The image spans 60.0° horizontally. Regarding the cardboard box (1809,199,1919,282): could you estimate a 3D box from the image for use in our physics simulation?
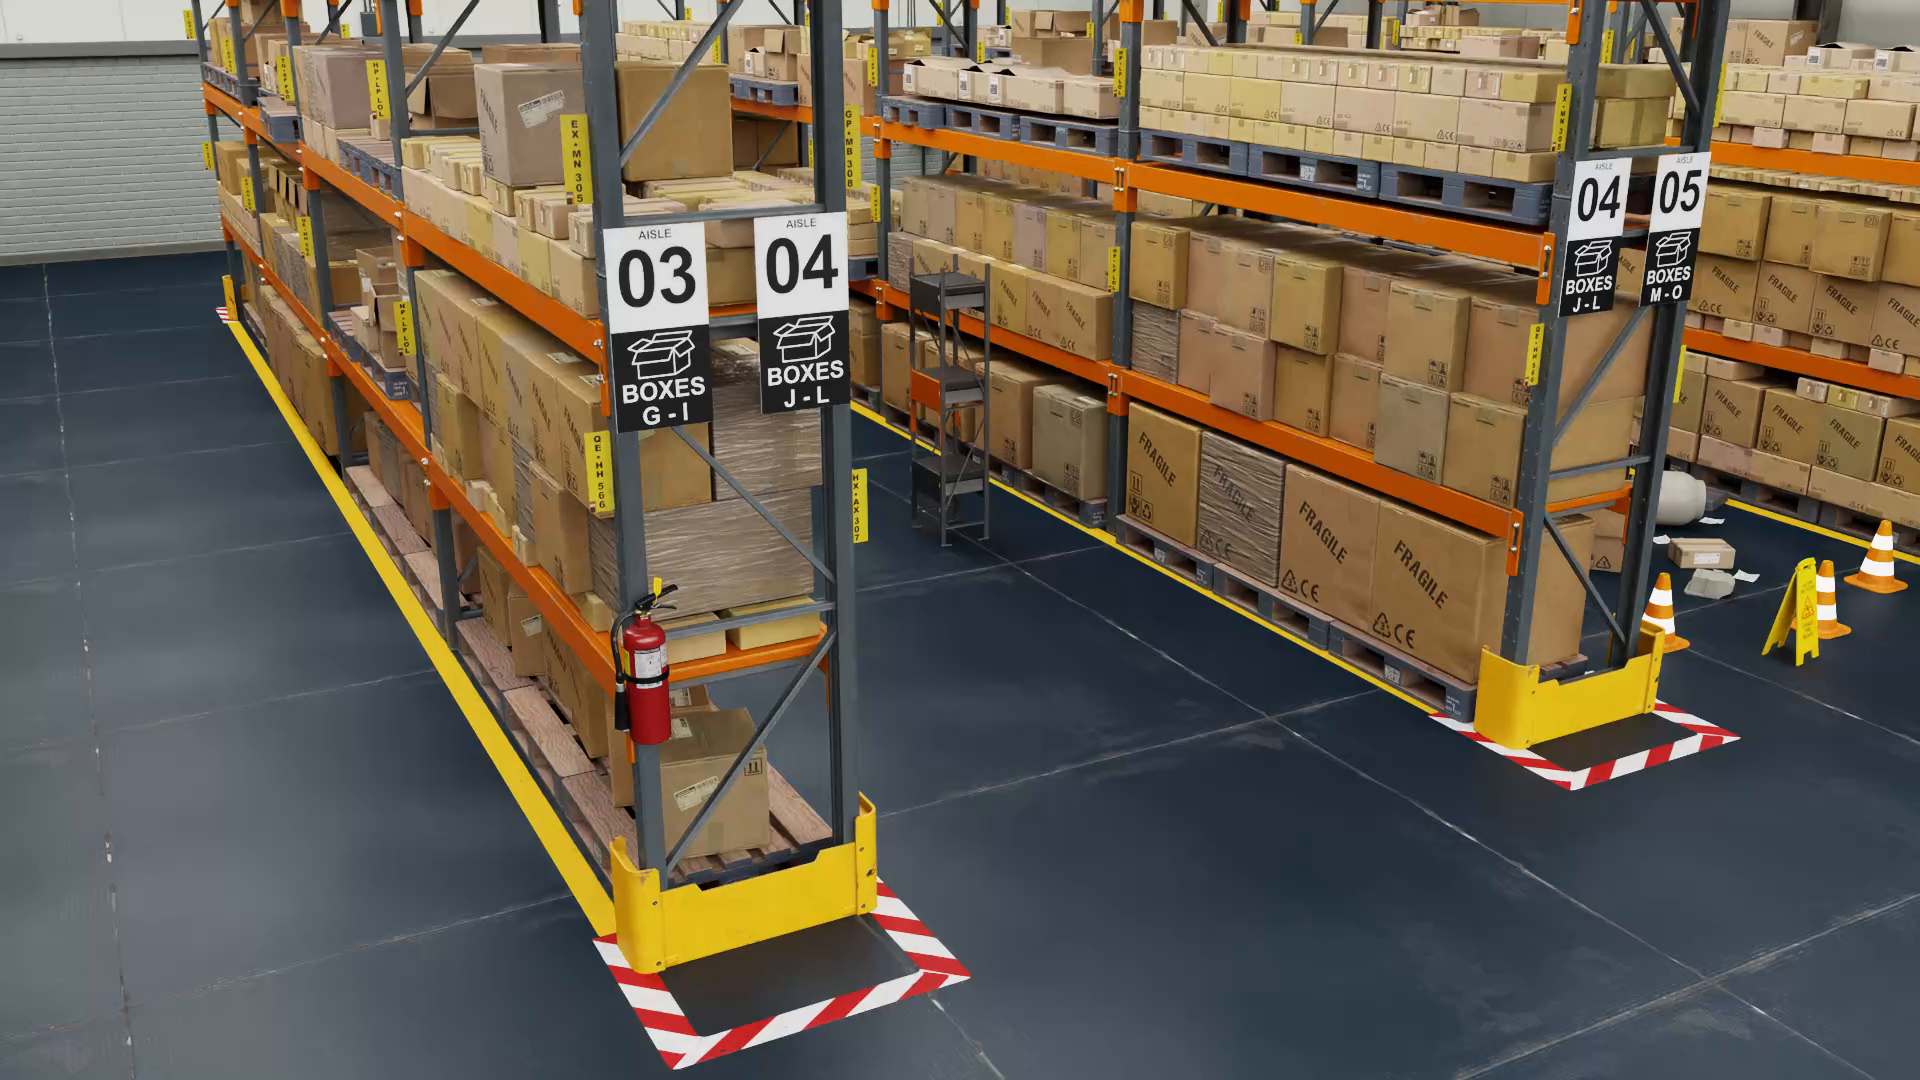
[{"bbox_3d":[6.799,-2.236,12.370,0.700,0.500,0.500,-10,22,-27],"label":"cardboard box"}]

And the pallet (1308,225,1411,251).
[{"bbox_3d":[4.434,-3.203,17.610,1.213,0.211,1.003,-10,21,-27],"label":"pallet"}]

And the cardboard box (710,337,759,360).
[{"bbox_3d":[-1.173,-0.656,7.791,0.500,0.500,0.500,-10,21,-27],"label":"cardboard box"}]

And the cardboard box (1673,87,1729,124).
[{"bbox_3d":[6.122,-3.506,13.369,0.500,0.250,0.500,-10,21,-27],"label":"cardboard box"}]

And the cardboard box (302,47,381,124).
[{"bbox_3d":[-4.485,-3.328,12.159,0.500,0.500,0.500,-10,21,-26],"label":"cardboard box"}]

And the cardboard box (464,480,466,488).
[{"bbox_3d":[-2.605,-0.360,9.462,0.380,0.149,0.250,-10,21,-27],"label":"cardboard box"}]

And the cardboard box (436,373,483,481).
[{"bbox_3d":[-2.455,-0.699,9.449,0.875,0.500,0.500,-10,21,-27],"label":"cardboard box"}]

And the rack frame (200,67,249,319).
[{"bbox_3d":[-8.519,-4.244,20.331,1.000,3.000,0.127,-10,21,-27],"label":"rack frame"}]

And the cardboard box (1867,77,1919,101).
[{"bbox_3d":[6.868,-3.295,12.145,0.380,0.149,0.250,-11,22,-28],"label":"cardboard box"}]

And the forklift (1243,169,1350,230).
[{"bbox_3d":[3.427,-2.563,15.565,3.031,2.935,1.130,-2,19,-7],"label":"forklift"}]

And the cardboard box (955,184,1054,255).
[{"bbox_3d":[0.385,-2.784,14.415,0.700,0.500,0.500,-10,22,-27],"label":"cardboard box"}]

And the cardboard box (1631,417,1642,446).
[{"bbox_3d":[5.944,-1.021,14.564,0.500,0.250,0.500,-11,22,-29],"label":"cardboard box"}]

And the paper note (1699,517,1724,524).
[{"bbox_3d":[5.895,-0.155,13.033,0.148,0.019,0.142,16,25,39],"label":"paper note"}]

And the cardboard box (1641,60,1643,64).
[{"bbox_3d":[7.911,-5.709,20.209,0.500,0.250,0.500,-11,22,-28],"label":"cardboard box"}]

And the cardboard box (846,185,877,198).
[{"bbox_3d":[-0.981,-3.587,17.258,0.380,0.149,0.250,-9,21,-25],"label":"cardboard box"}]

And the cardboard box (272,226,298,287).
[{"bbox_3d":[-6.144,-2.684,15.658,0.500,0.500,0.500,-11,22,-28],"label":"cardboard box"}]

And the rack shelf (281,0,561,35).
[{"bbox_3d":[-3.770,-3.680,11.216,1.077,0.370,4.000,-10,21,-27],"label":"rack shelf"}]

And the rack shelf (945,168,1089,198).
[{"bbox_3d":[1.153,-4.865,23.233,1.077,0.370,4.000,-10,21,-27],"label":"rack shelf"}]

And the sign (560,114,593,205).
[{"bbox_3d":[-1.419,-1.407,6.154,0.100,0.325,0.005,-10,21,-27],"label":"sign"}]

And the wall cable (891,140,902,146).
[{"bbox_3d":[-1.253,-8.097,29.941,0.588,1.984,0.122,-10,21,-27],"label":"wall cable"}]

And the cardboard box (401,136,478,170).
[{"bbox_3d":[-2.937,-2.193,9.409,0.380,0.149,0.250,-11,22,-28],"label":"cardboard box"}]

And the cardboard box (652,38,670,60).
[{"bbox_3d":[-3.406,-5.959,20.166,0.500,0.250,0.500,-11,22,-29],"label":"cardboard box"}]

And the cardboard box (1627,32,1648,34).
[{"bbox_3d":[8.342,-6.154,20.432,0.380,0.149,0.250,-10,21,-26],"label":"cardboard box"}]

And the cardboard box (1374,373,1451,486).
[{"bbox_3d":[2.996,-0.715,9.874,0.875,0.550,0.550,-10,21,-27],"label":"cardboard box"}]

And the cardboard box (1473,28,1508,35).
[{"bbox_3d":[6.897,-6.573,21.615,0.380,0.149,0.250,-10,21,-26],"label":"cardboard box"}]

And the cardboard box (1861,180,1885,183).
[{"bbox_3d":[9.951,-3.819,17.952,0.380,0.149,0.250,-10,22,-27],"label":"cardboard box"}]

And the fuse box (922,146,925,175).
[{"bbox_3d":[-0.577,-7.068,30.492,0.539,1.711,0.414,-10,21,-27],"label":"fuse box"}]

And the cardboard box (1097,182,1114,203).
[{"bbox_3d":[2.079,-4.392,20.992,0.500,0.250,0.500,-11,22,-28],"label":"cardboard box"}]

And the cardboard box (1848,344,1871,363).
[{"bbox_3d":[6.967,-1.438,12.586,0.380,0.149,0.250,-10,21,-26],"label":"cardboard box"}]

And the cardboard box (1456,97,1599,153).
[{"bbox_3d":[3.014,-2.221,8.846,0.500,0.250,0.500,-10,21,-26],"label":"cardboard box"}]

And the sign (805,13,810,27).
[{"bbox_3d":[-1.719,-5.770,18.760,0.100,0.325,0.005,-10,21,-27],"label":"sign"}]

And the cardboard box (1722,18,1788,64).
[{"bbox_3d":[8.825,-5.588,18.678,0.700,0.500,0.500,-10,22,-28],"label":"cardboard box"}]

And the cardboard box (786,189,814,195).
[{"bbox_3d":[-1.555,-3.489,16.972,0.380,0.149,0.250,-9,21,-24],"label":"cardboard box"}]

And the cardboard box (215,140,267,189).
[{"bbox_3d":[-8.291,-4.345,19.248,0.500,0.500,0.500,-11,22,-28],"label":"cardboard box"}]

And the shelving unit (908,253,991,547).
[{"bbox_3d":[-0.079,-1.040,12.427,0.431,2.100,0.503,-10,21,-27],"label":"shelving unit"}]

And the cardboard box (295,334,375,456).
[{"bbox_3d":[-5.029,-1.343,14.537,1.225,0.875,0.875,-11,22,-29],"label":"cardboard box"}]

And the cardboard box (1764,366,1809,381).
[{"bbox_3d":[6.905,-1.167,13.836,0.500,0.500,0.500,-9,21,-24],"label":"cardboard box"}]

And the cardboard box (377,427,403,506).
[{"bbox_3d":[-4.109,-0.627,13.008,0.700,0.500,0.500,-12,22,-31],"label":"cardboard box"}]

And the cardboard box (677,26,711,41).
[{"bbox_3d":[-3.097,-5.952,19.536,0.380,0.149,0.250,-11,22,-29],"label":"cardboard box"}]

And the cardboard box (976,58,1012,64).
[{"bbox_3d":[0.454,-4.054,14.524,0.500,0.311,0.500,-10,21,-27],"label":"cardboard box"}]

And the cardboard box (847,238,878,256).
[{"bbox_3d":[-0.945,-2.837,15.995,0.380,0.149,0.250,-10,21,-26],"label":"cardboard box"}]

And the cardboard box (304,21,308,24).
[{"bbox_3d":[-7.418,-5.349,17.985,0.700,0.500,0.500,-9,21,-24],"label":"cardboard box"}]

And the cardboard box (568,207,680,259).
[{"bbox_3d":[-1.327,-1.218,6.581,0.380,0.149,0.250,-10,21,-27],"label":"cardboard box"}]

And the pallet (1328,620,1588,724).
[{"bbox_3d":[3.044,0.711,10.248,1.003,0.211,1.213,-10,21,-27],"label":"pallet"}]

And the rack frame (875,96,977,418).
[{"bbox_3d":[-0.307,-2.686,15.818,1.000,3.000,0.127,-10,21,-27],"label":"rack frame"}]

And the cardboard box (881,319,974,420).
[{"bbox_3d":[-0.097,-1.633,15.570,1.050,0.750,0.750,-10,22,-27],"label":"cardboard box"}]

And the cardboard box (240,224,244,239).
[{"bbox_3d":[-7.663,-3.382,18.220,0.380,0.149,0.250,-10,22,-28],"label":"cardboard box"}]

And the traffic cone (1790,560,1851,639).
[{"bbox_3d":[5.646,0.359,10.880,0.336,0.463,0.334,-10,21,-27],"label":"traffic cone"}]

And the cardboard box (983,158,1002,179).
[{"bbox_3d":[0.669,-5.354,23.396,0.500,0.500,0.500,-10,21,-27],"label":"cardboard box"}]

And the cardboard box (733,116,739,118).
[{"bbox_3d":[-2.917,-4.736,19.615,0.500,0.500,0.500,-11,22,-28],"label":"cardboard box"}]

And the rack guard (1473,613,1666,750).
[{"bbox_3d":[3.504,0.799,9.551,1.175,0.500,0.348,-10,21,-27],"label":"rack guard"}]

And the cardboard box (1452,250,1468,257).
[{"bbox_3d":[4.942,-2.814,15.928,0.380,0.149,0.250,-10,21,-27],"label":"cardboard box"}]

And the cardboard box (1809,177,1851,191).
[{"bbox_3d":[9.391,-3.811,17.929,0.380,0.149,0.250,-11,22,-28],"label":"cardboard box"}]

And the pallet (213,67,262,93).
[{"bbox_3d":[-7.574,-5.058,18.228,1.003,0.211,1.213,-10,21,-27],"label":"pallet"}]

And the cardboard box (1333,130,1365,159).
[{"bbox_3d":[2.433,-2.343,9.811,0.380,0.149,0.250,-10,21,-26],"label":"cardboard box"}]

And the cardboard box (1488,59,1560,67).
[{"bbox_3d":[3.255,-2.675,9.552,0.380,0.149,0.250,-10,21,-26],"label":"cardboard box"}]

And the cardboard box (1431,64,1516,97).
[{"bbox_3d":[2.795,-2.501,9.049,0.380,0.149,0.250,-10,21,-26],"label":"cardboard box"}]
